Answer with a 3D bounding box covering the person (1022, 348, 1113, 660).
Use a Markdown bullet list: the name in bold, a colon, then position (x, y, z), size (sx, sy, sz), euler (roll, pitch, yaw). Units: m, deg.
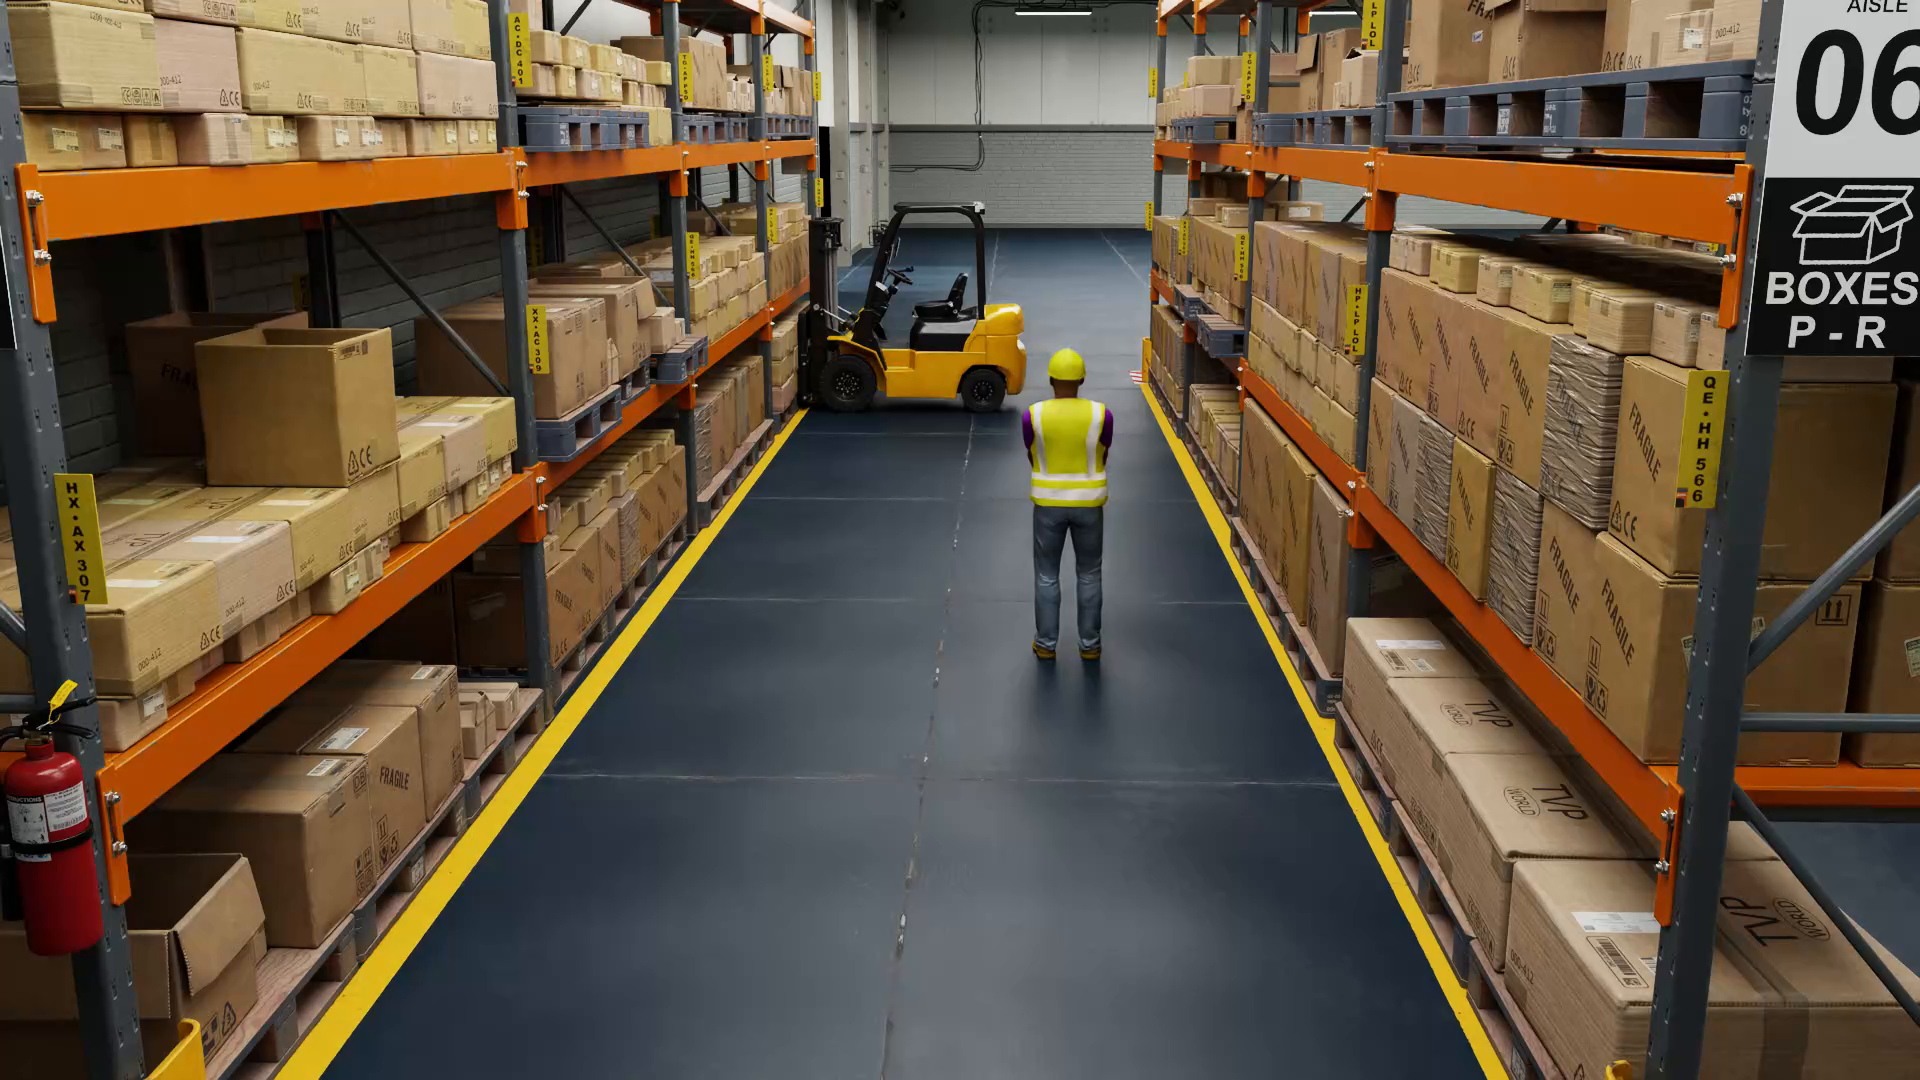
- **person**: position (0.596, -0.223, 9.369), size (0.503, 1.760, 0.587), euler (1, 14, 2)
